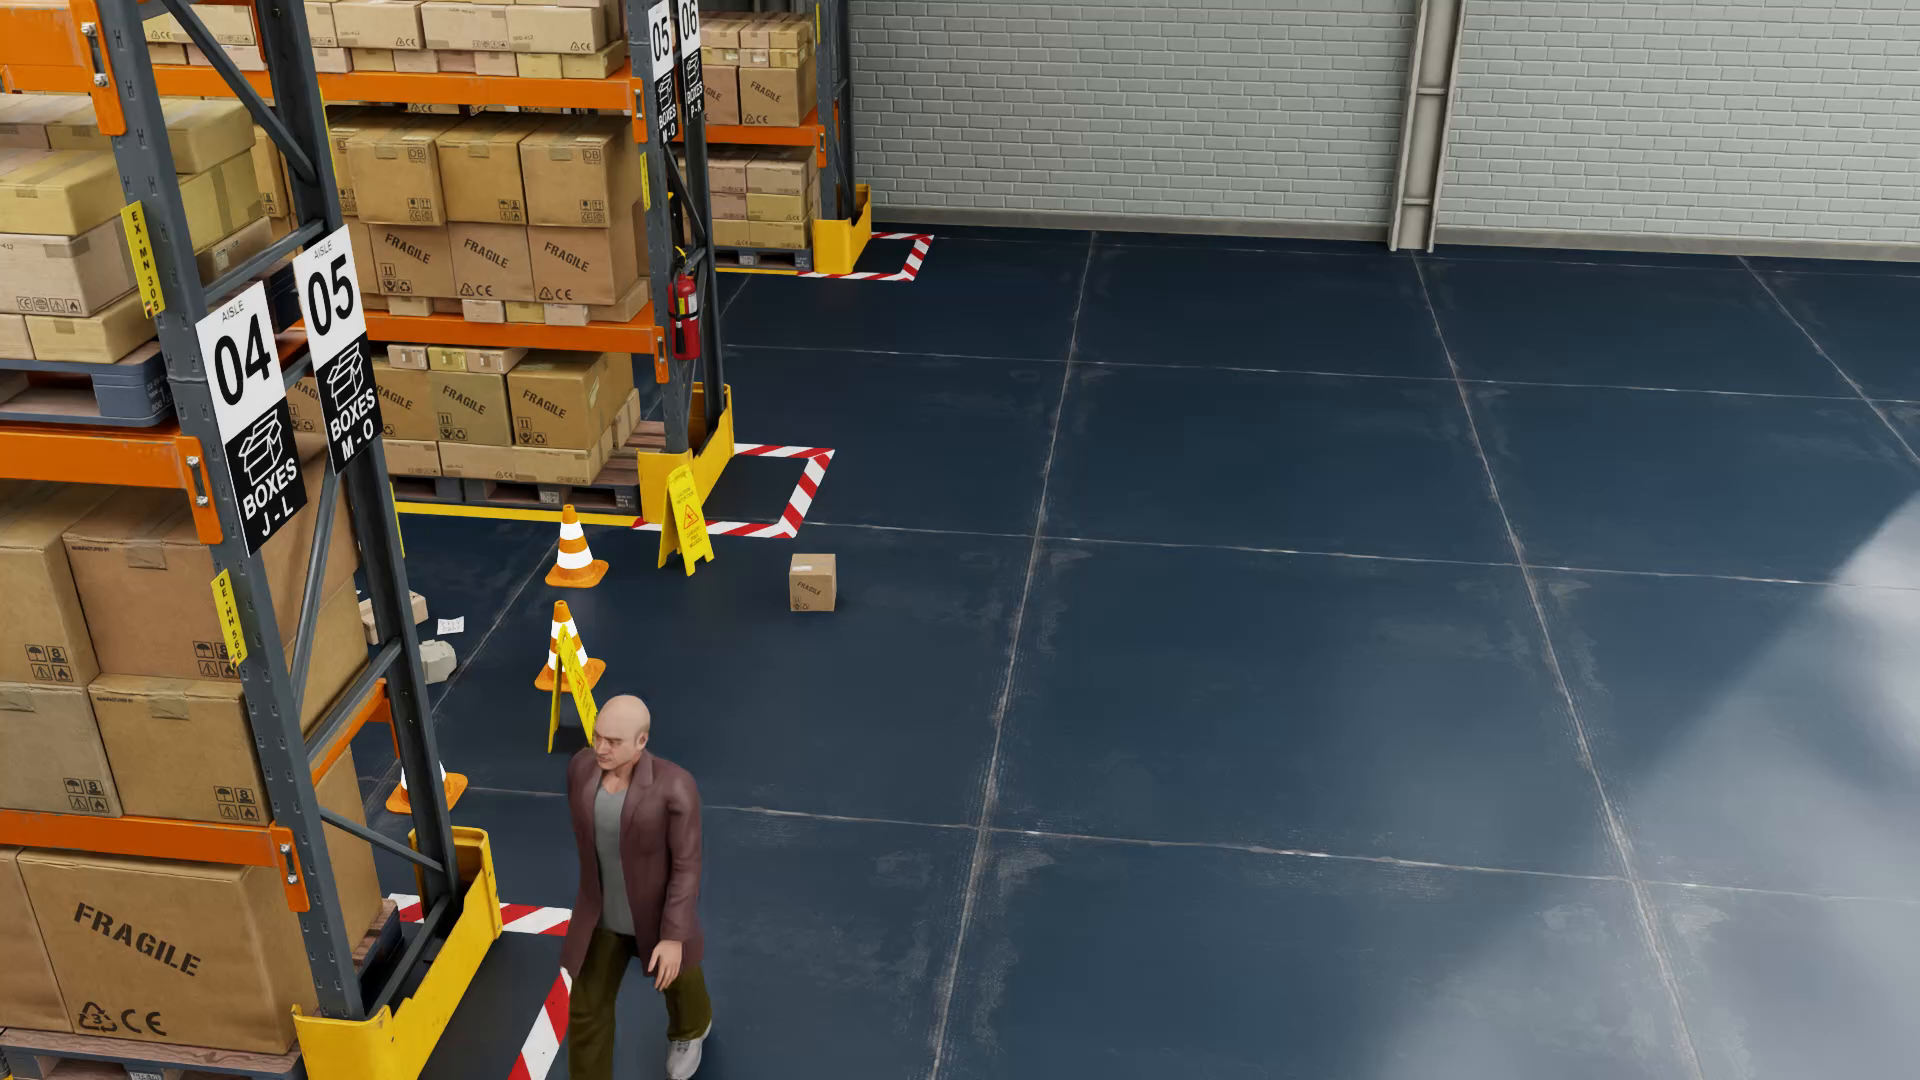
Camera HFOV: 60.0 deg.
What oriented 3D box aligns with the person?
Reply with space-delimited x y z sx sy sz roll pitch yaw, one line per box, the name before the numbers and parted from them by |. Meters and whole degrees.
person | -1.207 1.397 6.001 0.577 1.777 0.917 8 29 14
